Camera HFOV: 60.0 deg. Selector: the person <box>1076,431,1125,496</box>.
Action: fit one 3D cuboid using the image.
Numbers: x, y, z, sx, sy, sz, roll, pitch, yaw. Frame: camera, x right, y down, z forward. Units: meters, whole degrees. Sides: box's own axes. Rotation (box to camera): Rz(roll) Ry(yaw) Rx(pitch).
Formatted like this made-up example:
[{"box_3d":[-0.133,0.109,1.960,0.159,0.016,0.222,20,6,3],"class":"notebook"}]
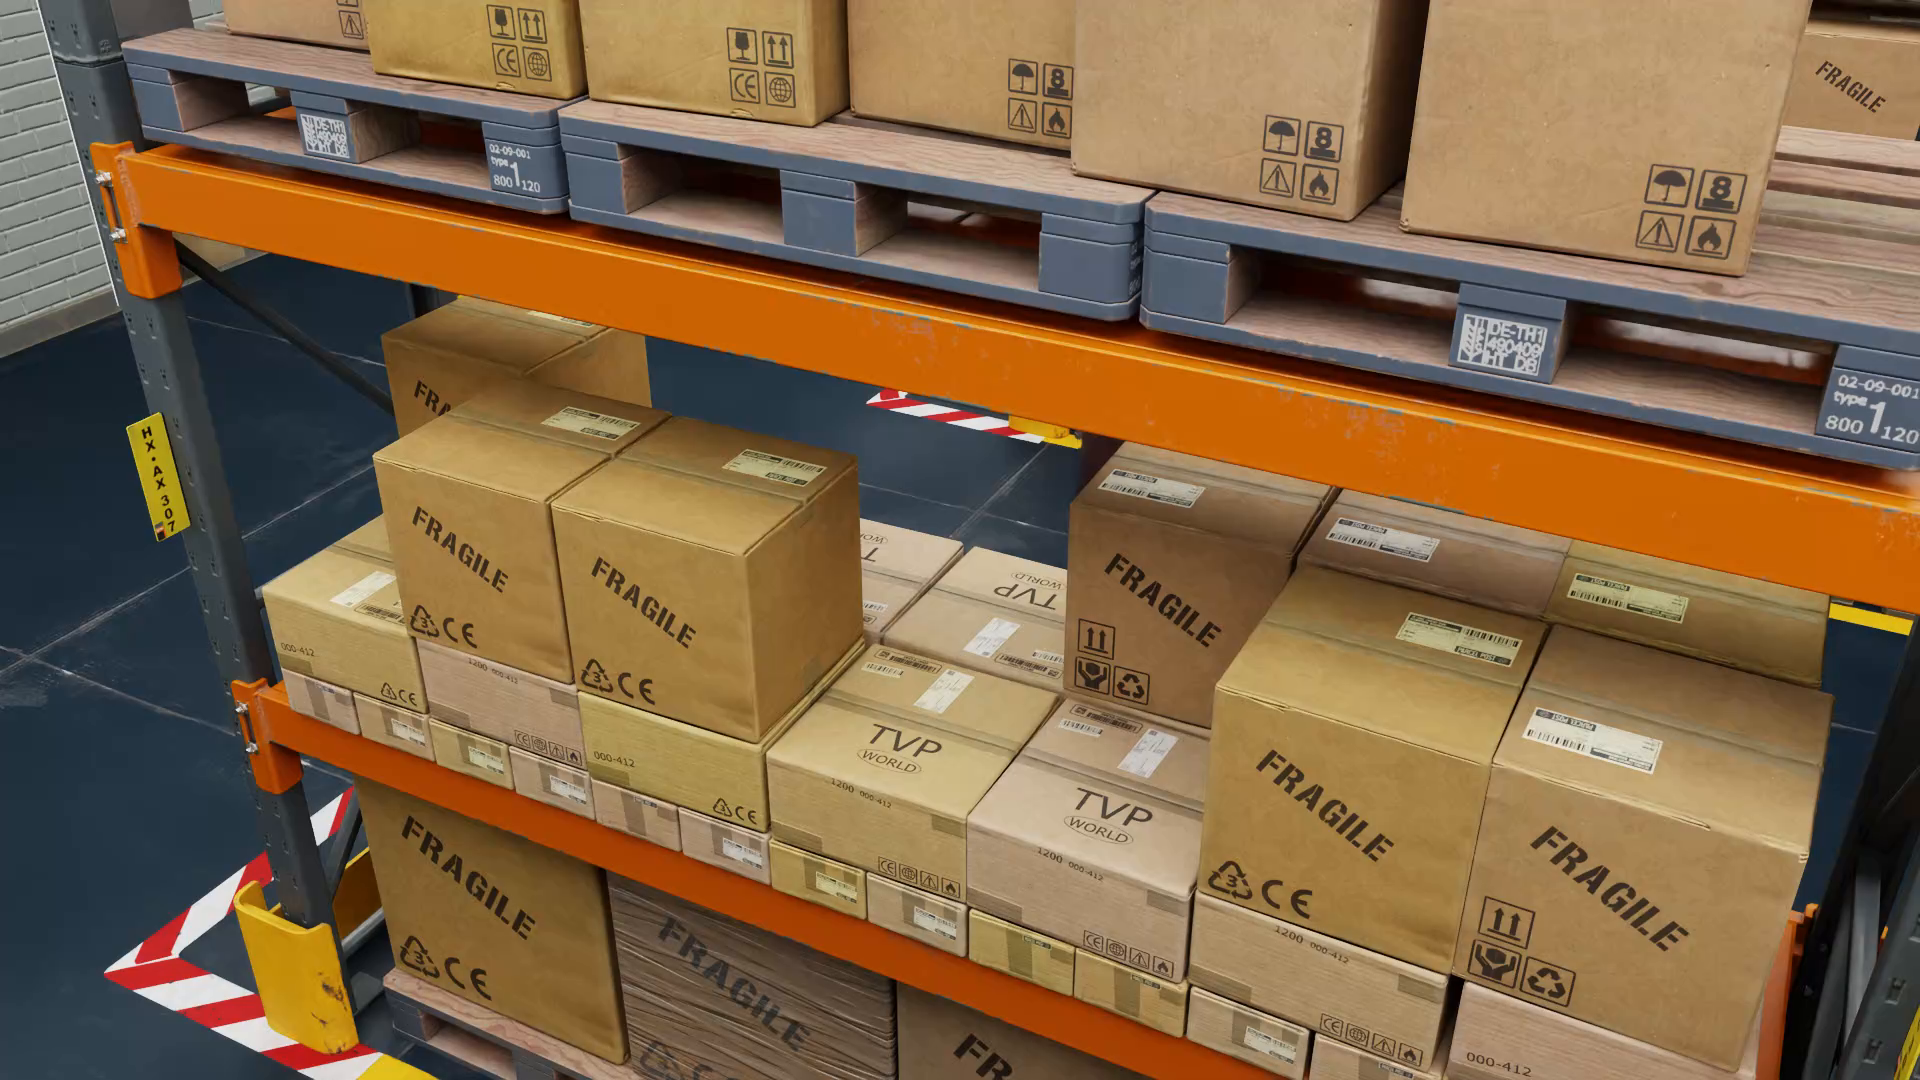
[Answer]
[{"box_3d":[0.737,-0.364,6.757,0.596,1.765,0.858,14,33,23],"class":"person"}]
